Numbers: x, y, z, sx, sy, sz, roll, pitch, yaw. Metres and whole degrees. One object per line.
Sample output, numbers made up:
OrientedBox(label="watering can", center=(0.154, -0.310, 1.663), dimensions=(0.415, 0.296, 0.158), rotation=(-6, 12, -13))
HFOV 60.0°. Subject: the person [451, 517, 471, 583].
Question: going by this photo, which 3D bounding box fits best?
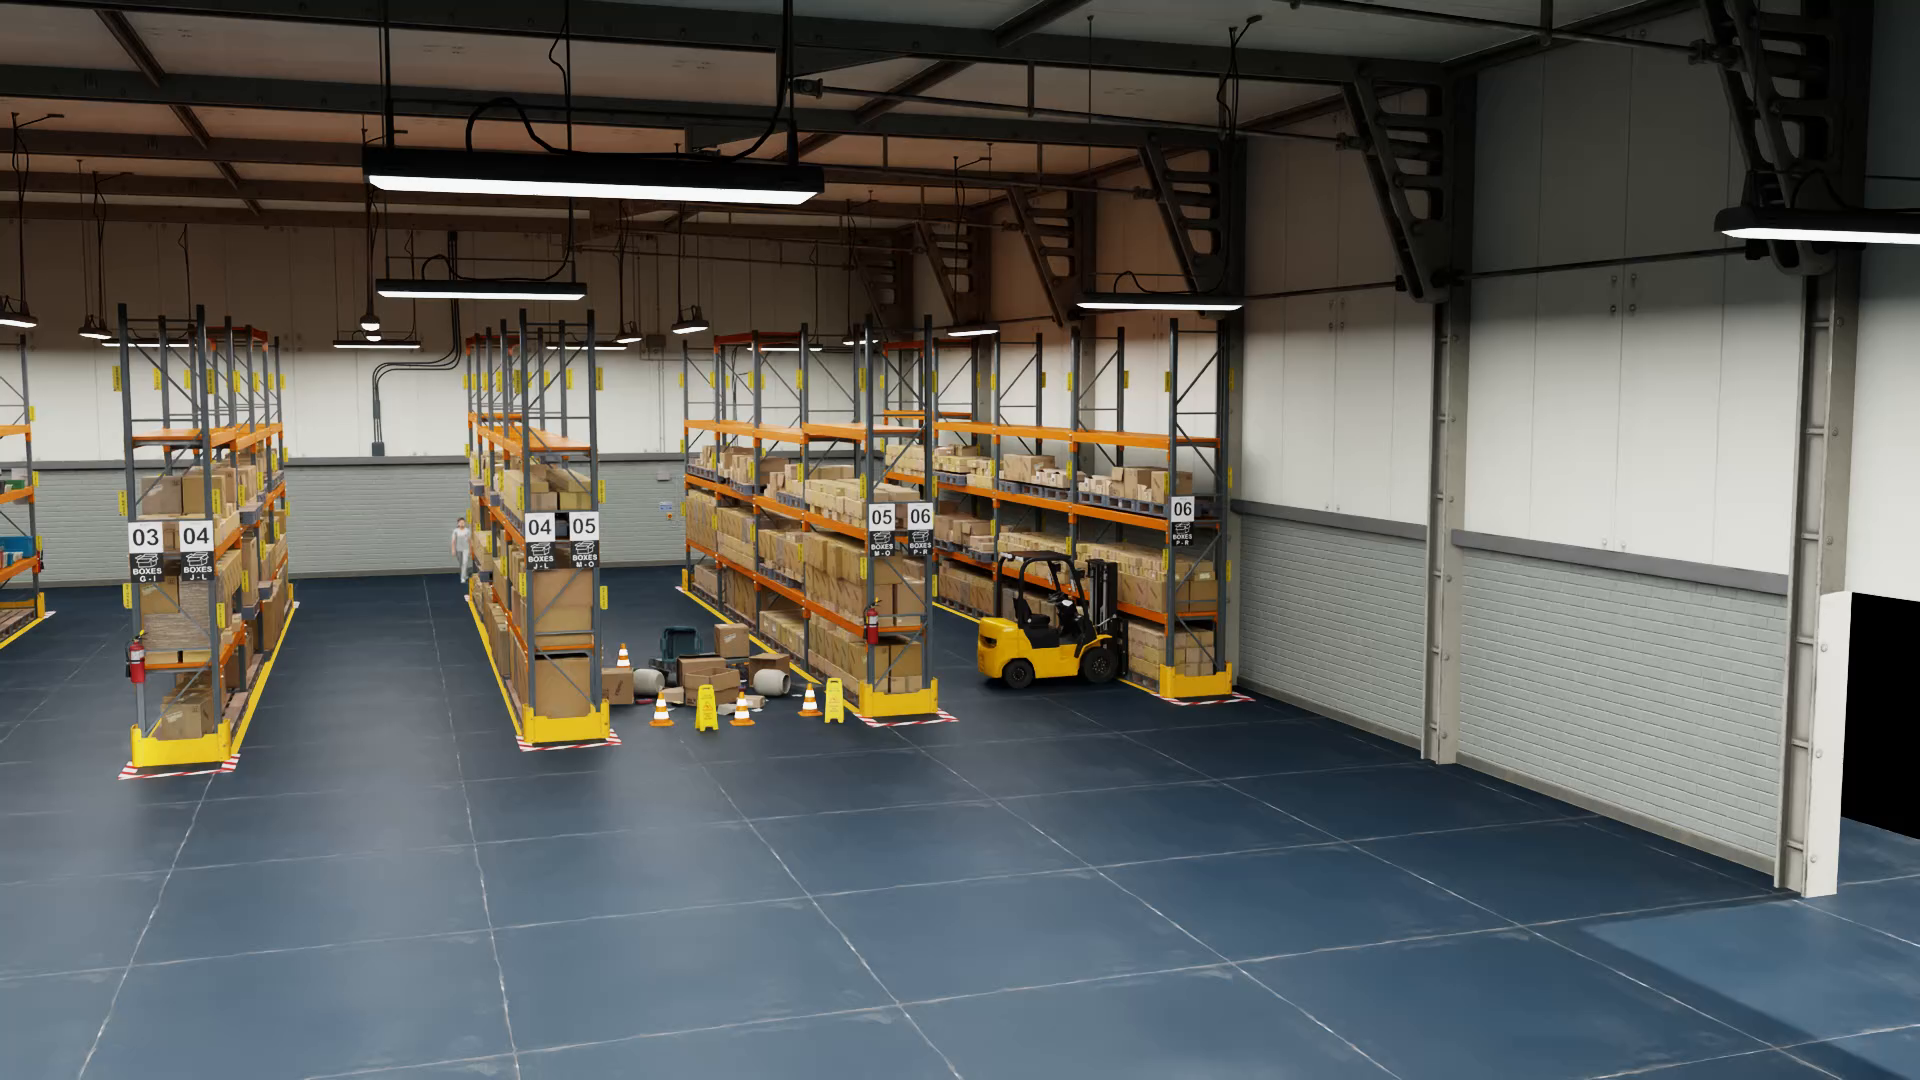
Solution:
OrientedBox(label="person", center=(-12.446, 0.246, 41.466), dimensions=(0.435, 1.611, 1.049), rotation=(0, 5, 0))
